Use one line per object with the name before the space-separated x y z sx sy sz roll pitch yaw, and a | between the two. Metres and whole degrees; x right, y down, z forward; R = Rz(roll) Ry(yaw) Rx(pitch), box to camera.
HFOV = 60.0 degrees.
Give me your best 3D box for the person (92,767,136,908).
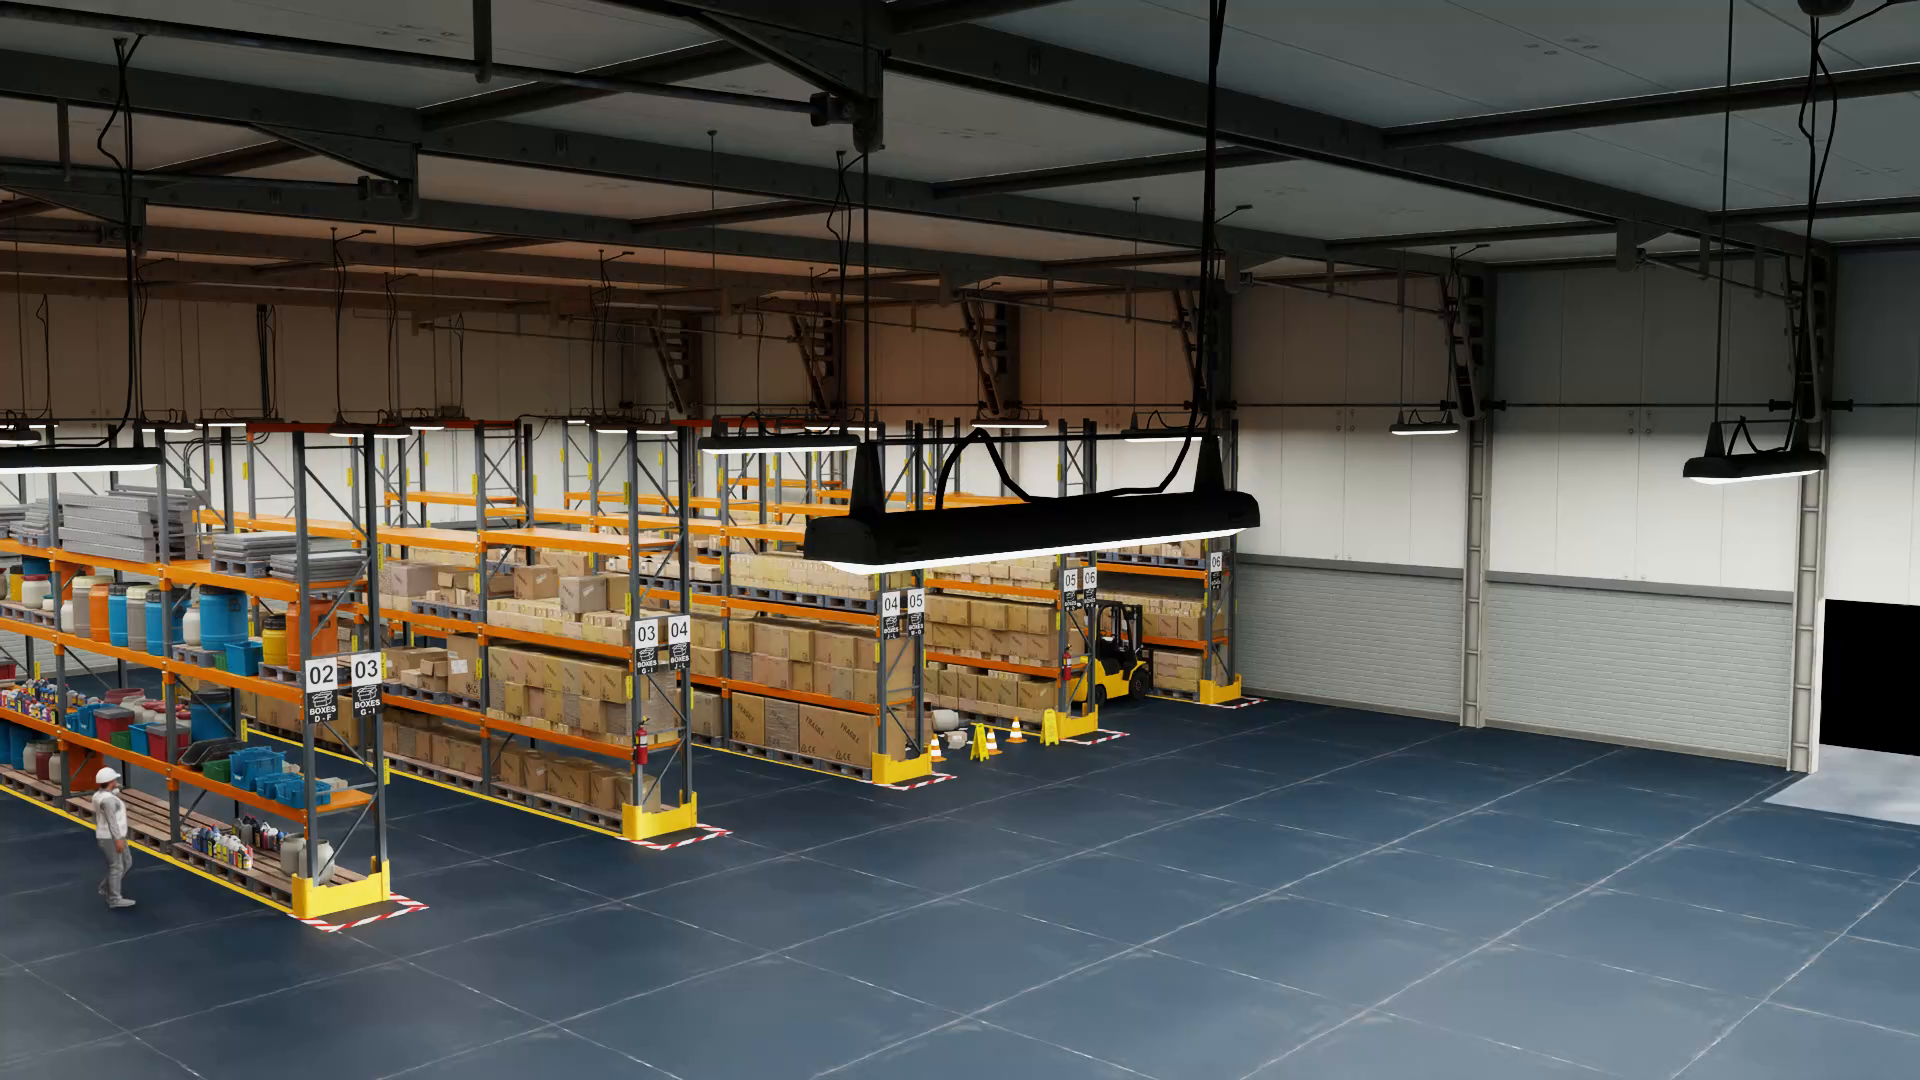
person | -10.679 3.743 20.975 0.455 1.778 0.585 -2 5 -22
